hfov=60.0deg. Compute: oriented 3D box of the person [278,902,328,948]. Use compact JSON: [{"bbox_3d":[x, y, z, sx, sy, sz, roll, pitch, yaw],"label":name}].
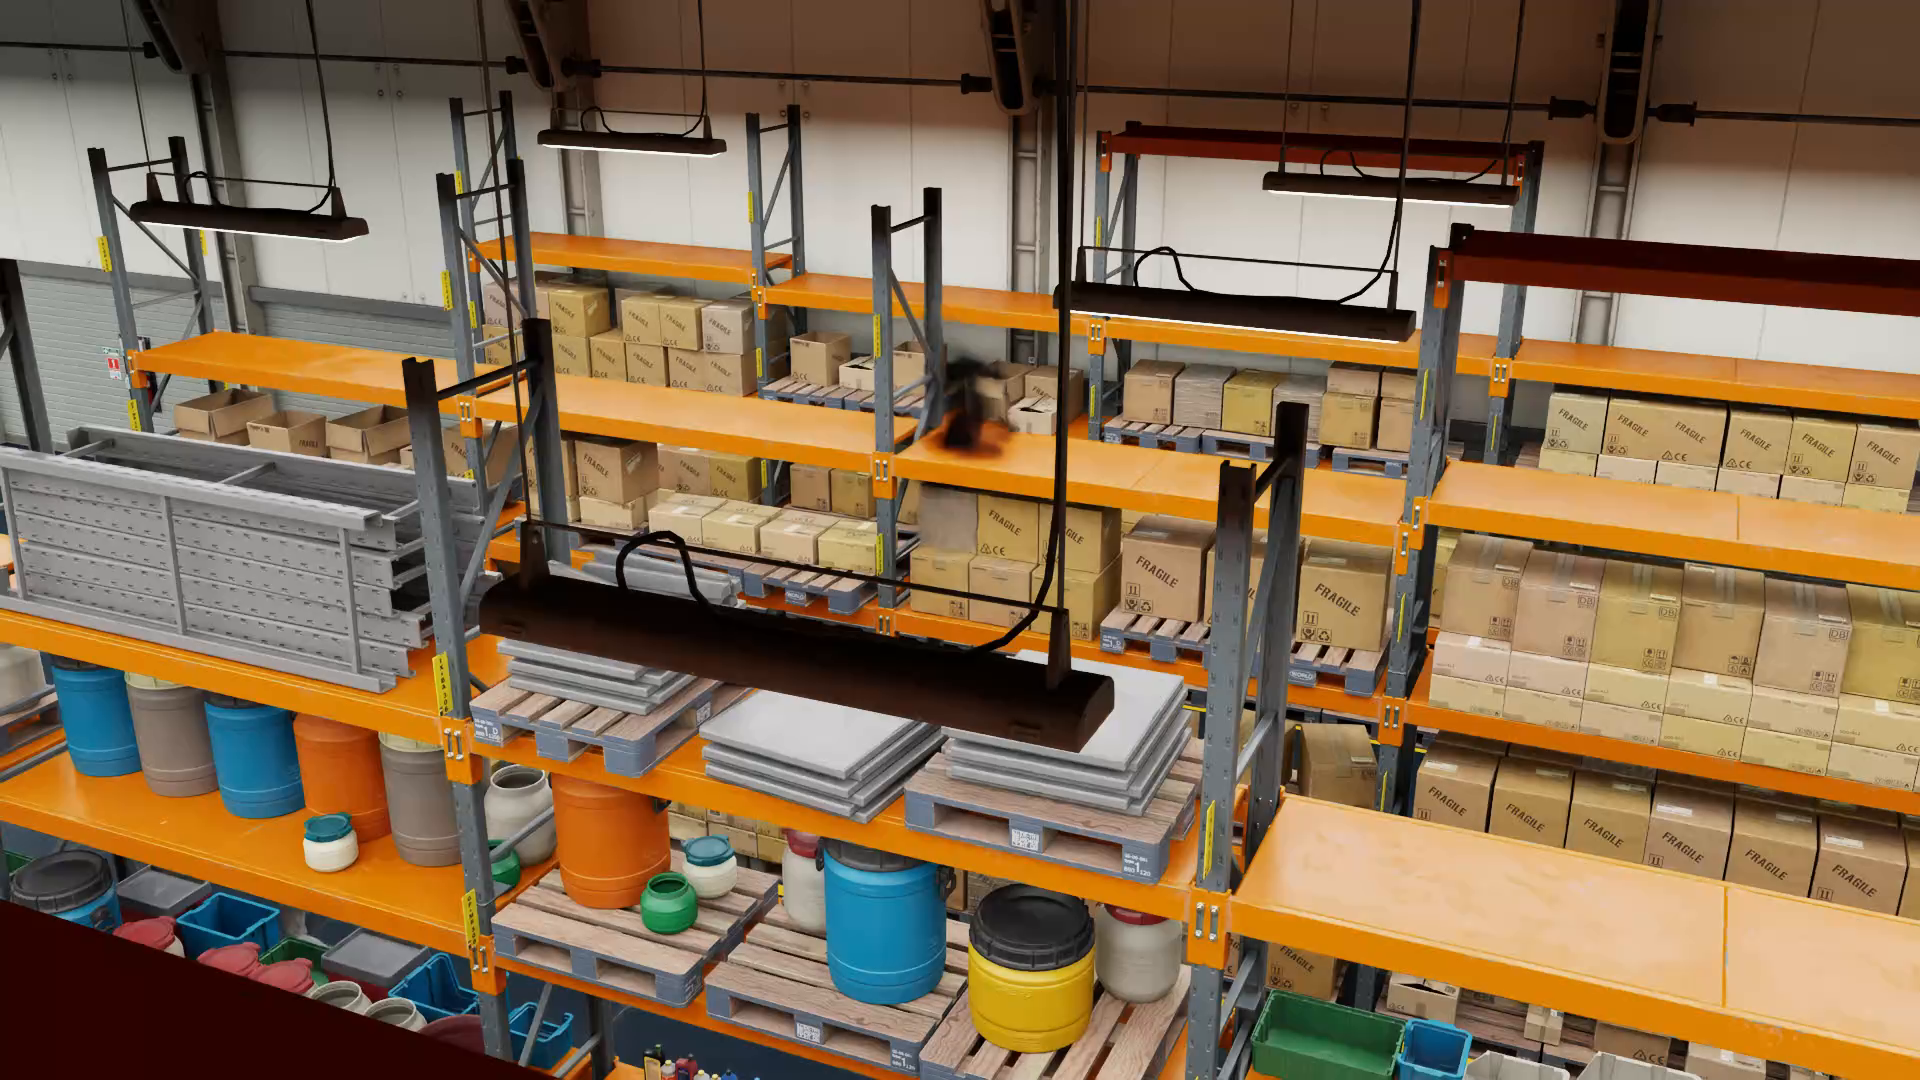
[{"bbox_3d":[-5.154,2.731,13.009,0.855,1.669,0.624,9,22,22],"label":"person"}]
